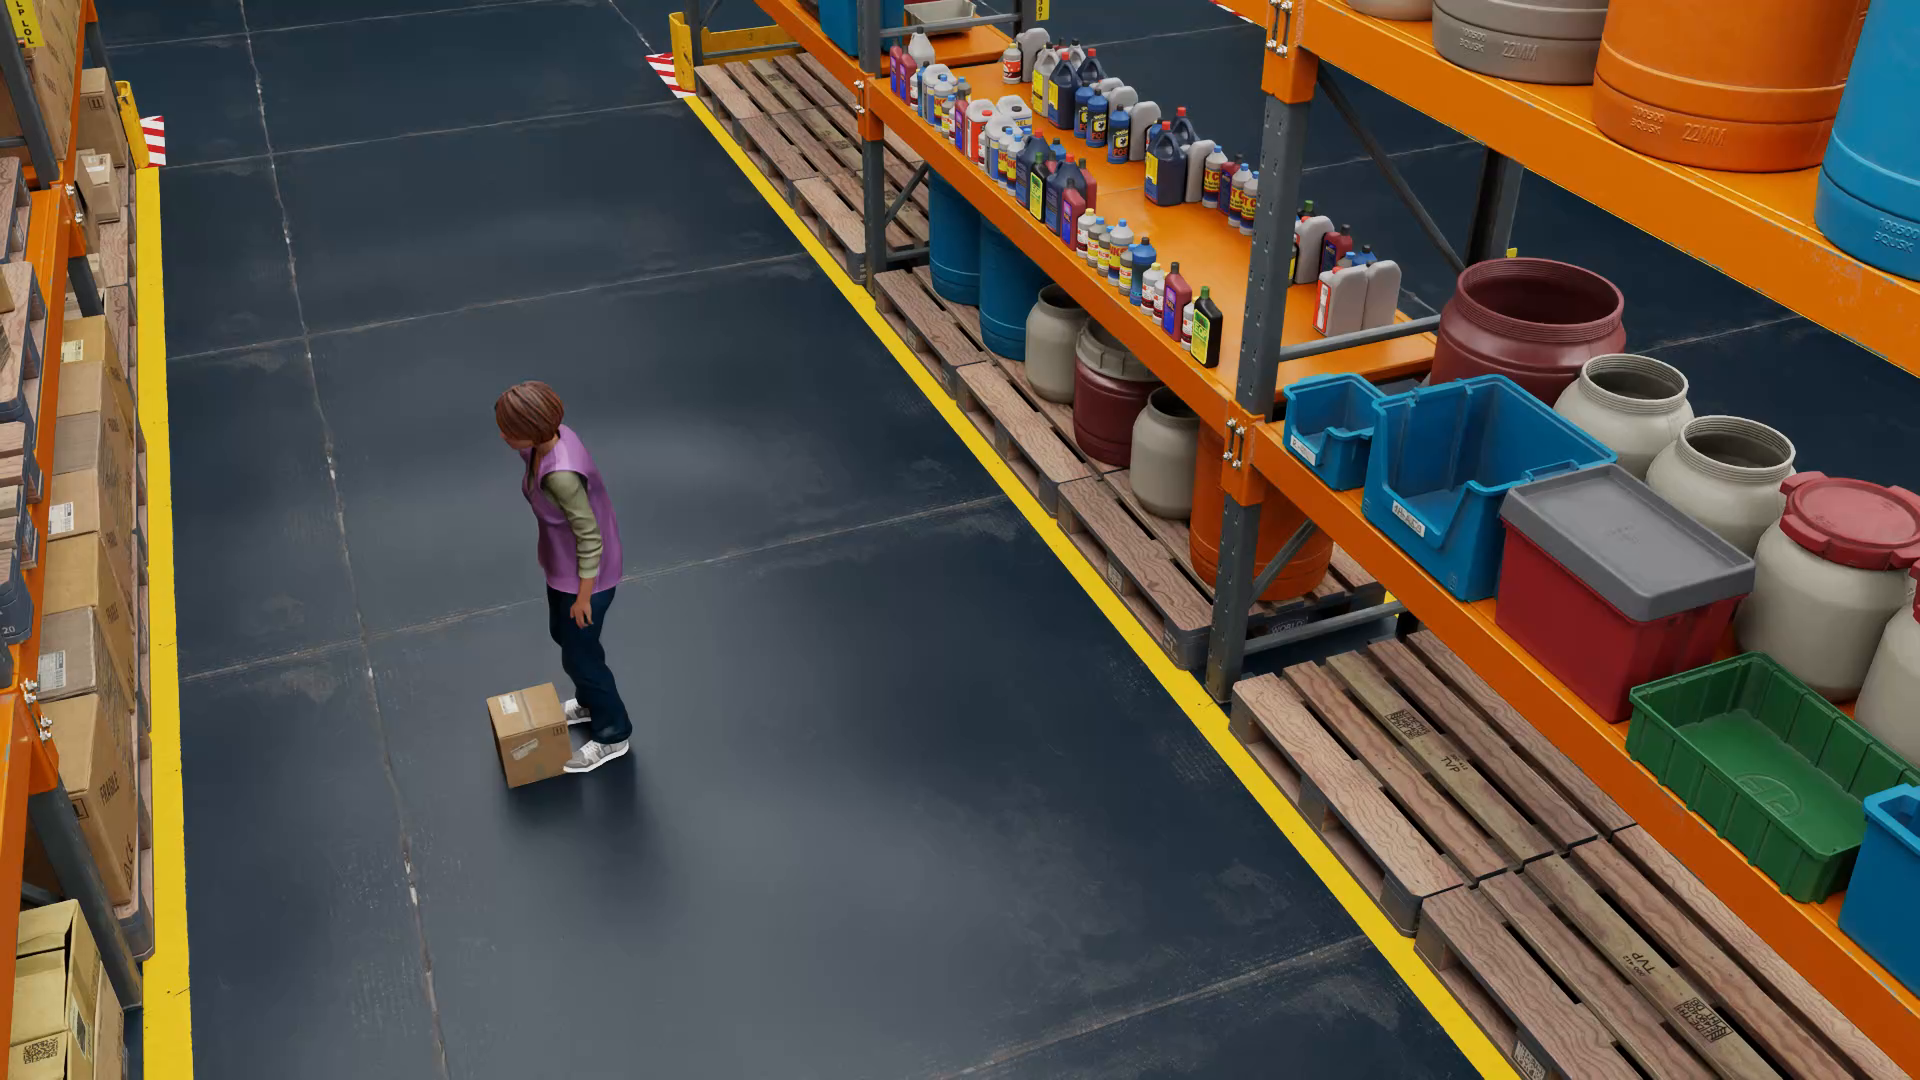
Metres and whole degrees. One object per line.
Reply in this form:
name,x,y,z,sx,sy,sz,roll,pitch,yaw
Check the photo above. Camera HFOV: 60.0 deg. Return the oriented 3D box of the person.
person,-1.394,0.119,5.975,0.347,1.592,0.473,-15,37,-21
